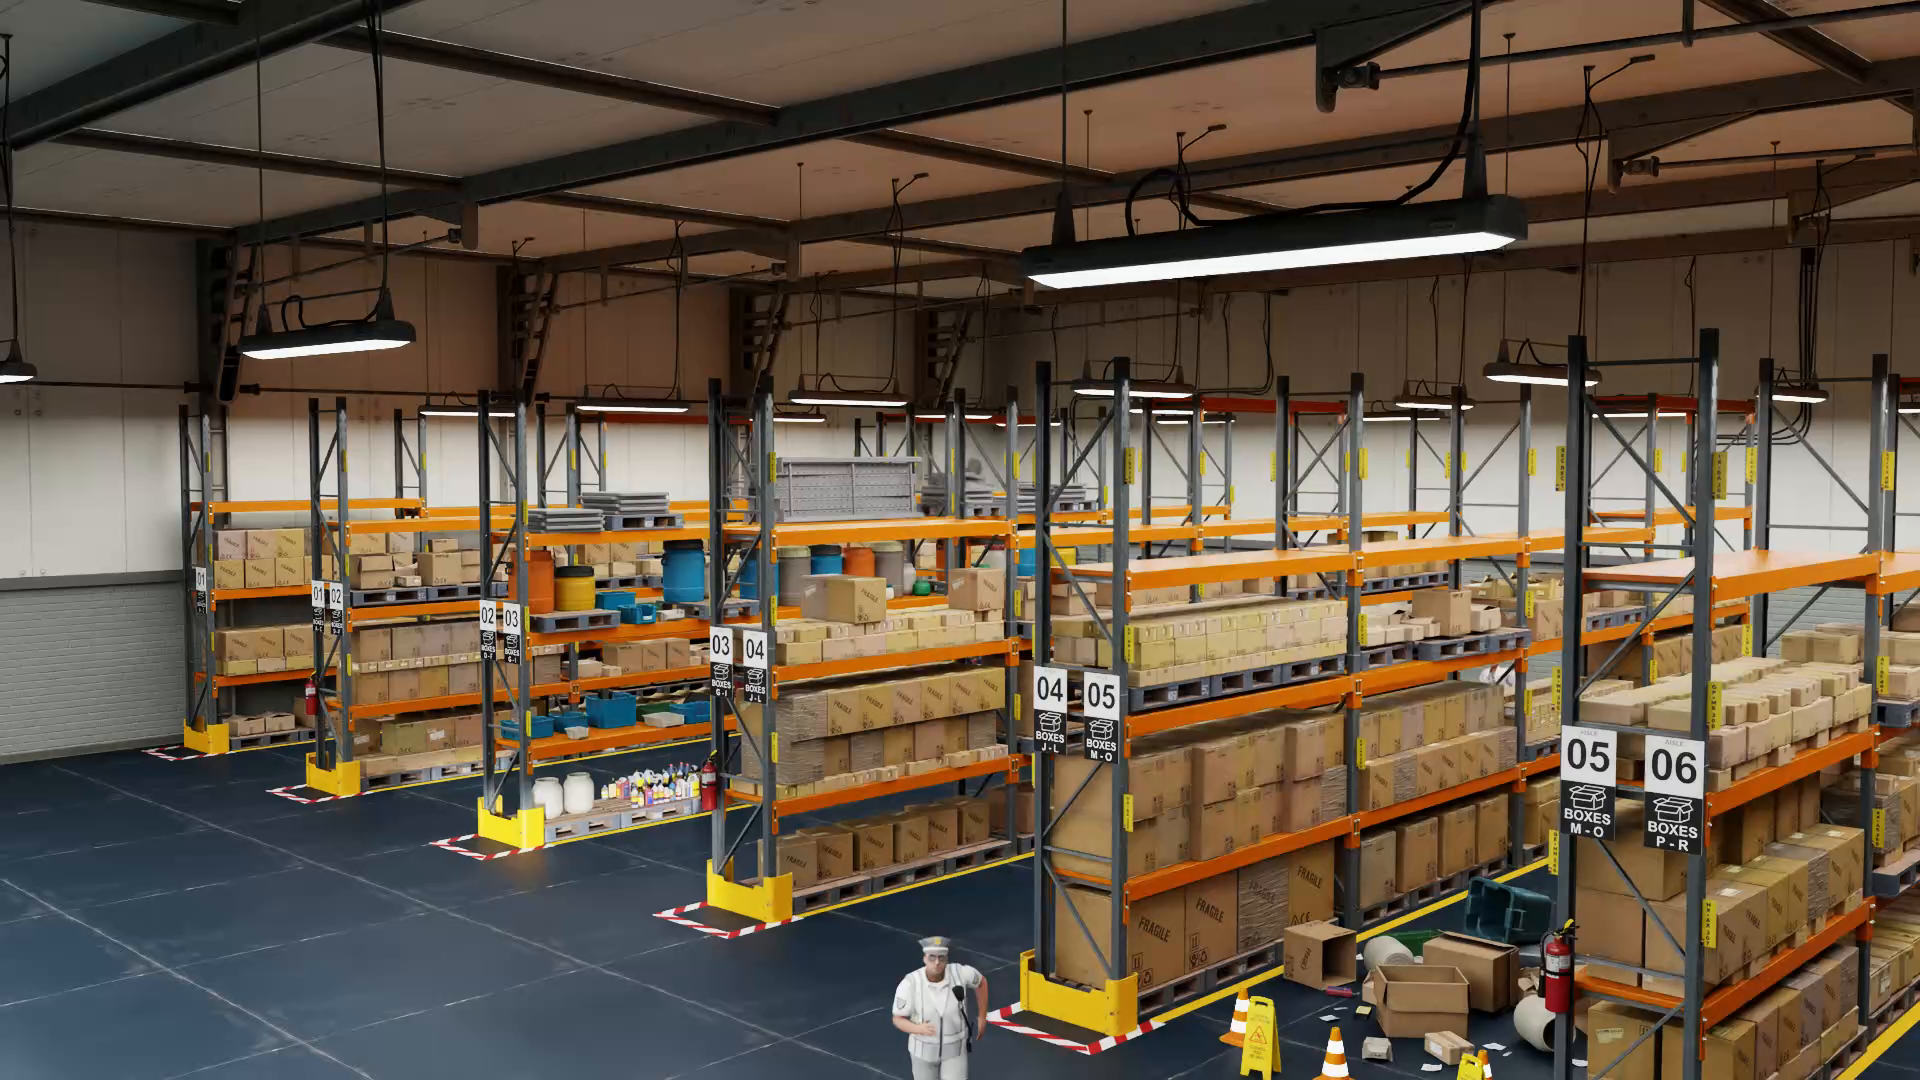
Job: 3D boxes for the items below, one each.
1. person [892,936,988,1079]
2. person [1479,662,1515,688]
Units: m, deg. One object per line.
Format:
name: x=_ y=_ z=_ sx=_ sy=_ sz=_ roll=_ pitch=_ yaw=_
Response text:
person: x=-0.133 y=3.649 z=11.867 sx=0.700 sy=1.739 sz=0.804 roll=0 pitch=3 yaw=-4
person: x=9.198 y=2.809 z=28.529 sx=0.682 sy=1.717 sz=0.717 roll=-3 pitch=4 yaw=-44
